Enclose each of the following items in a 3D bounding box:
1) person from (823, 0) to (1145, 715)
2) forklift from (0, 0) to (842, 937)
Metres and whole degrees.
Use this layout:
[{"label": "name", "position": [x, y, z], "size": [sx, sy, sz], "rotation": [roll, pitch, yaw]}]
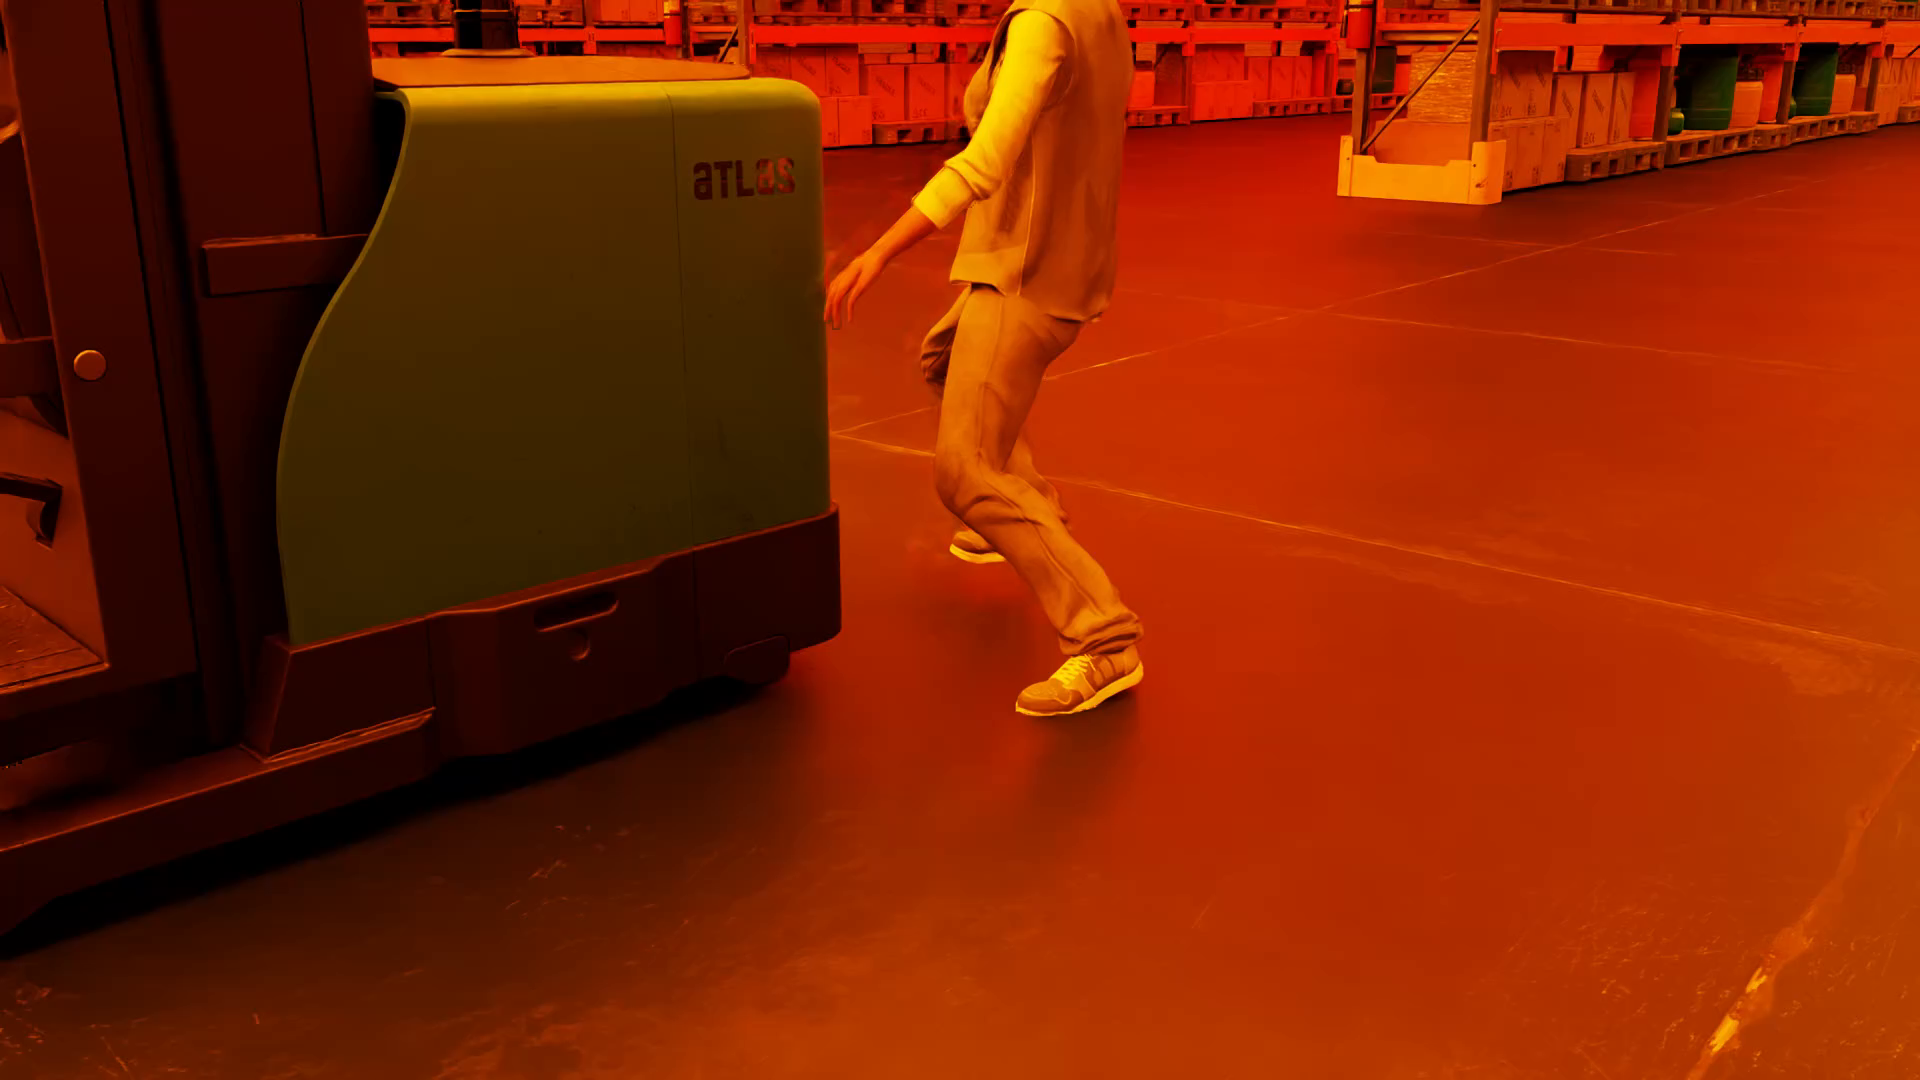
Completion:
[{"label": "person", "position": [0.104, -0.429, 3.093], "size": [0.614, 1.356, 0.814], "rotation": [6, 18, 20]}, {"label": "forklift", "position": [-1.629, -0.966, 2.078], "size": [3.031, 2.935, 1.130], "rotation": [-16, 23, -42]}]
